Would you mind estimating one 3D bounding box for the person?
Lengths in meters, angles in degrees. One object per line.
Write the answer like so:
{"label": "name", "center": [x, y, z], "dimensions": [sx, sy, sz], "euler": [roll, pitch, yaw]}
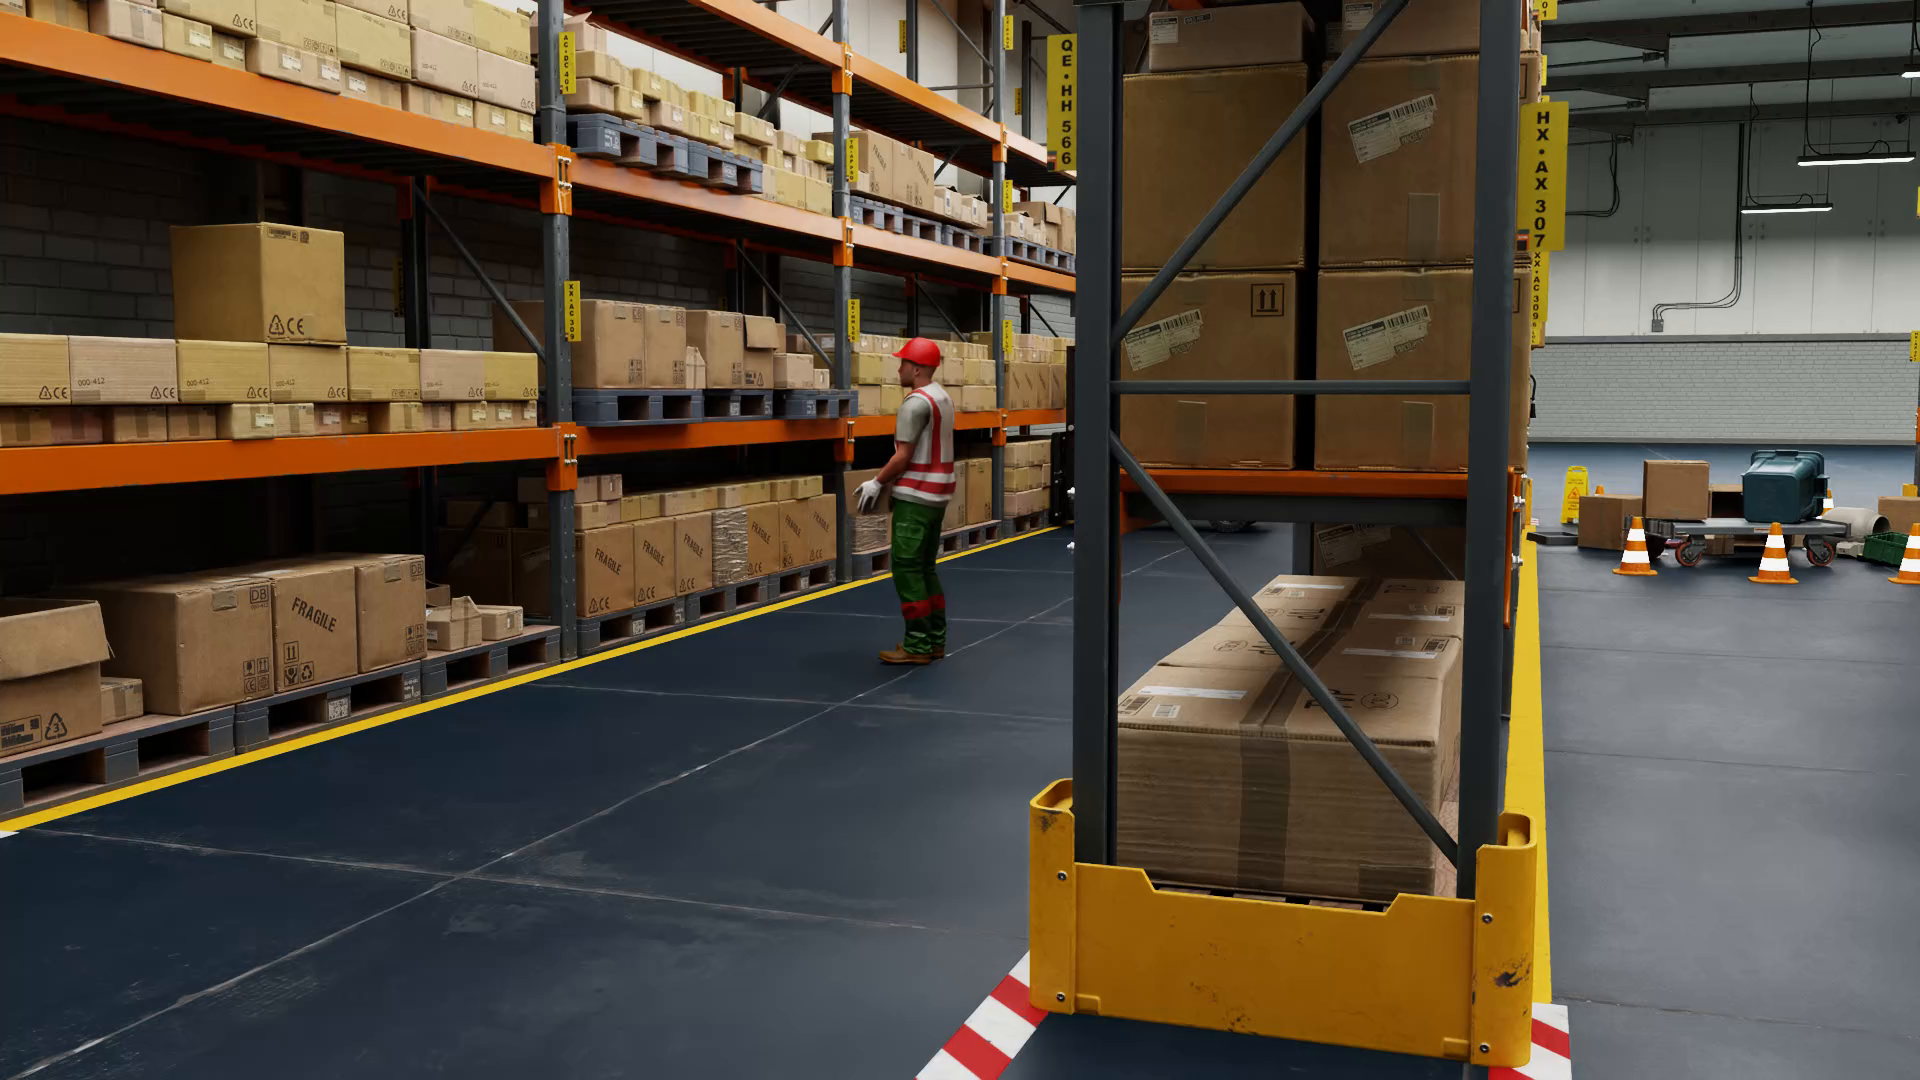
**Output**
{"label": "person", "center": [-0.259, -0.211, 9.203], "dimensions": [0.451, 1.779, 0.607], "euler": [2, 5, 19]}
